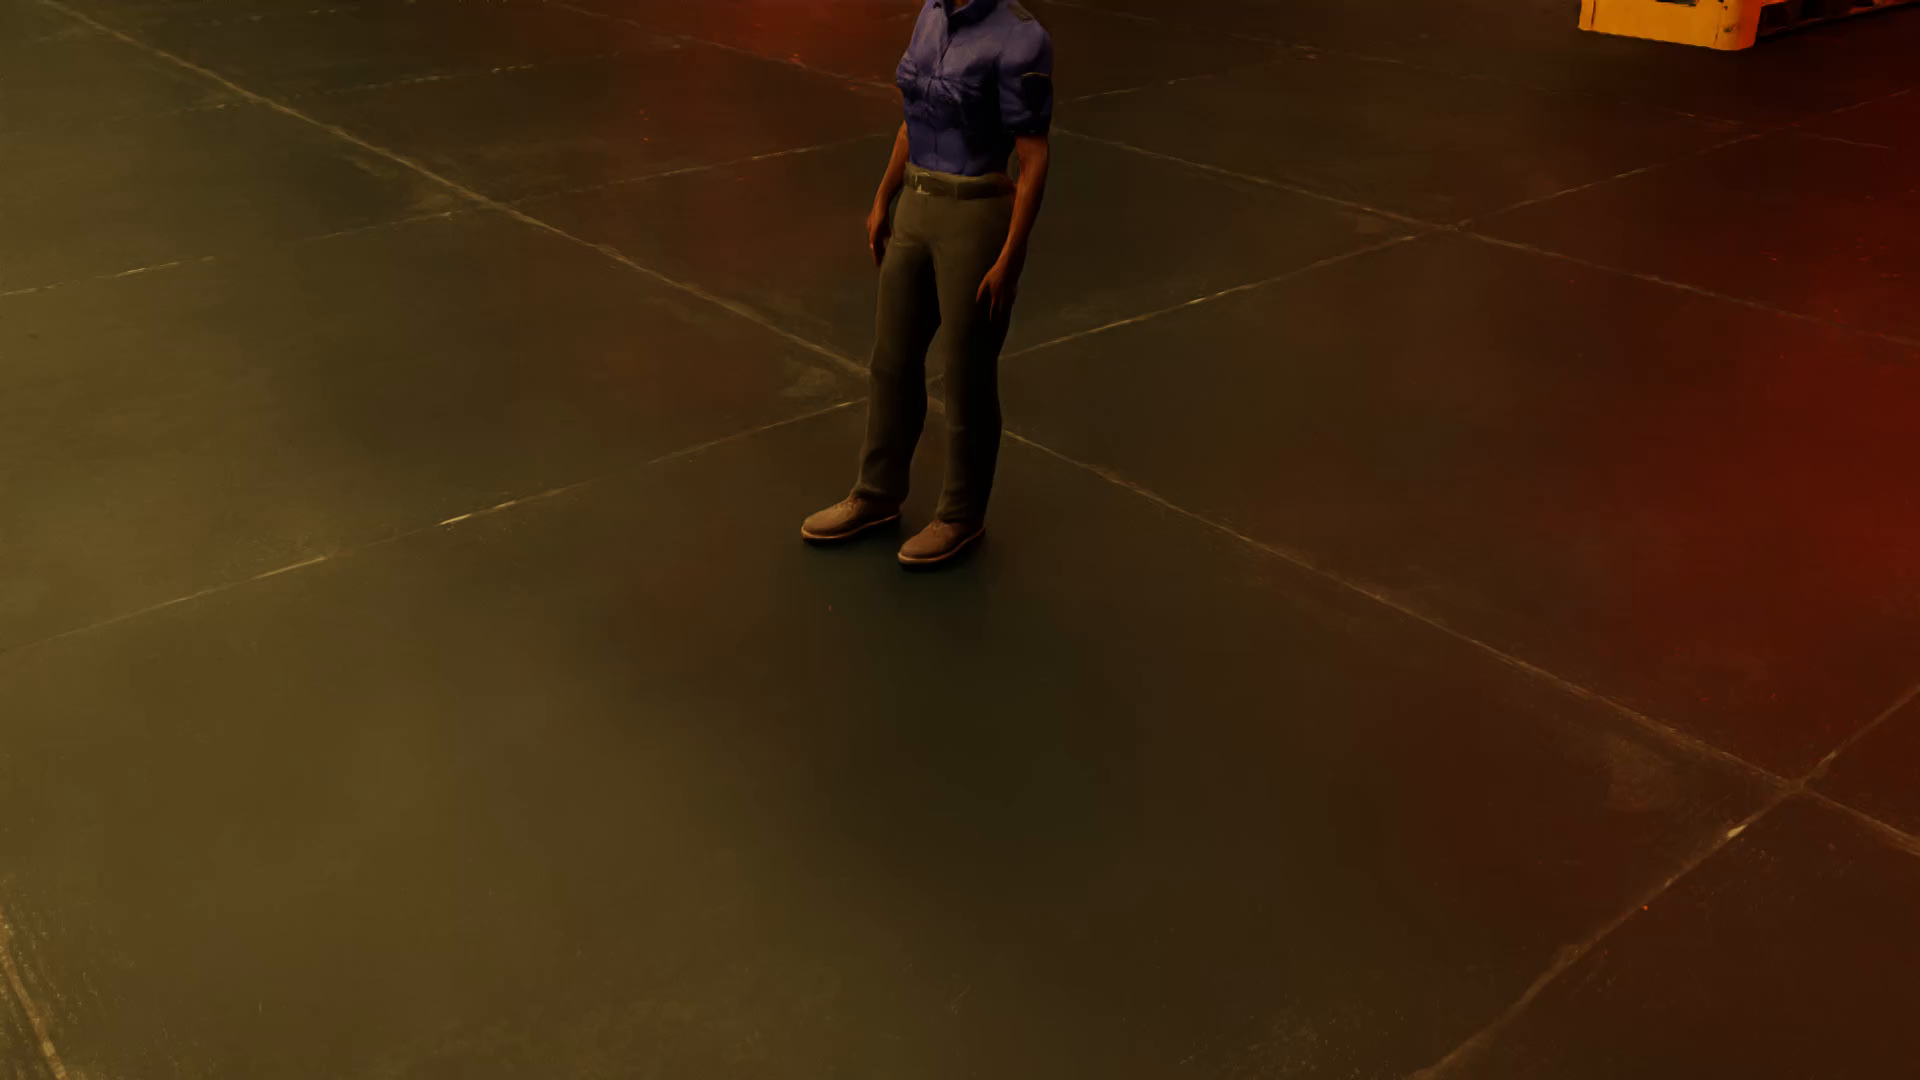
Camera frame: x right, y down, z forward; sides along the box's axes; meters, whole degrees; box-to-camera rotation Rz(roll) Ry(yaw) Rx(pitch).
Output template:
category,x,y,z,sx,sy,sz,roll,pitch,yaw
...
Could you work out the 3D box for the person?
category,x,y,z,sx,sy,sz,roll,pitch,yaw
person,-0.080,-0.729,4.093,0.503,1.654,0.570,-20,33,-35
